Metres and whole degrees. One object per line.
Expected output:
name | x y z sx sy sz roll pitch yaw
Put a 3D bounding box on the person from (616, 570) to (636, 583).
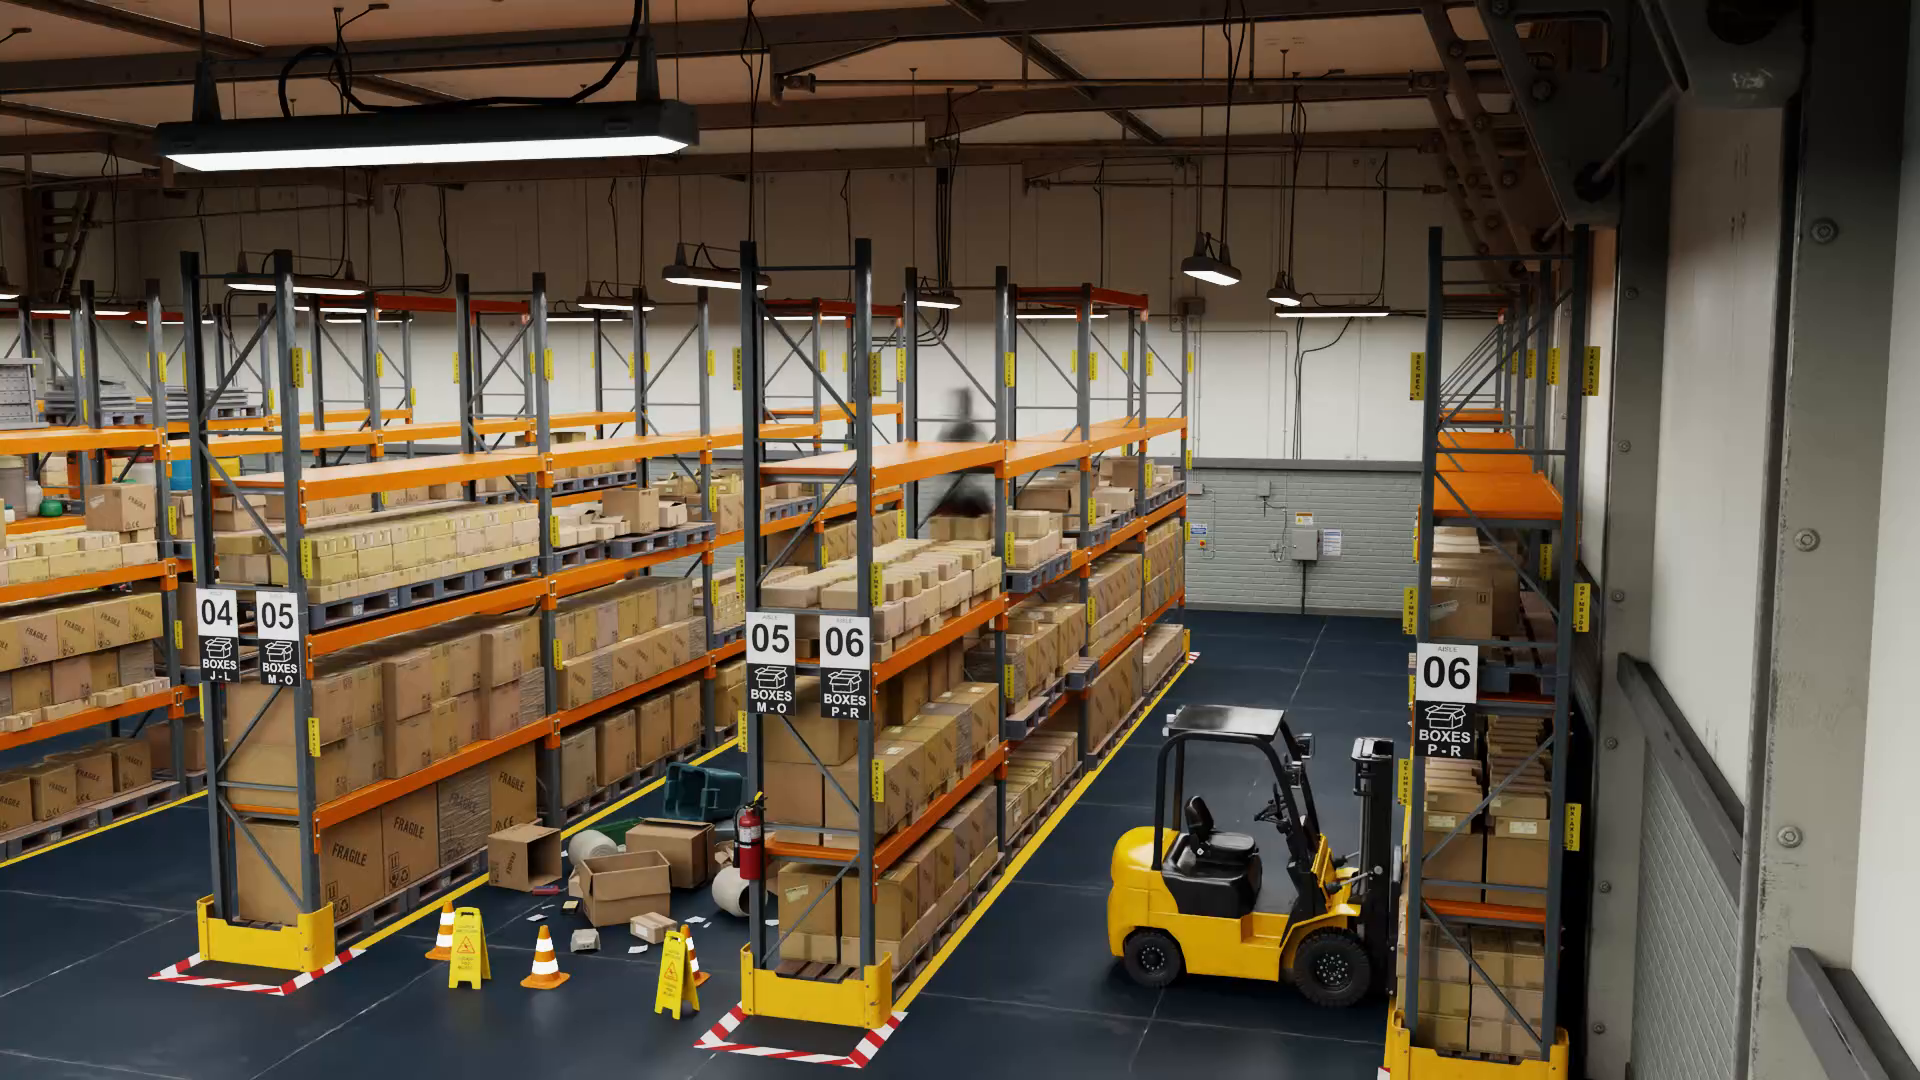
person | -5.438 1.240 27.448 0.714 1.731 0.791 1 6 10
